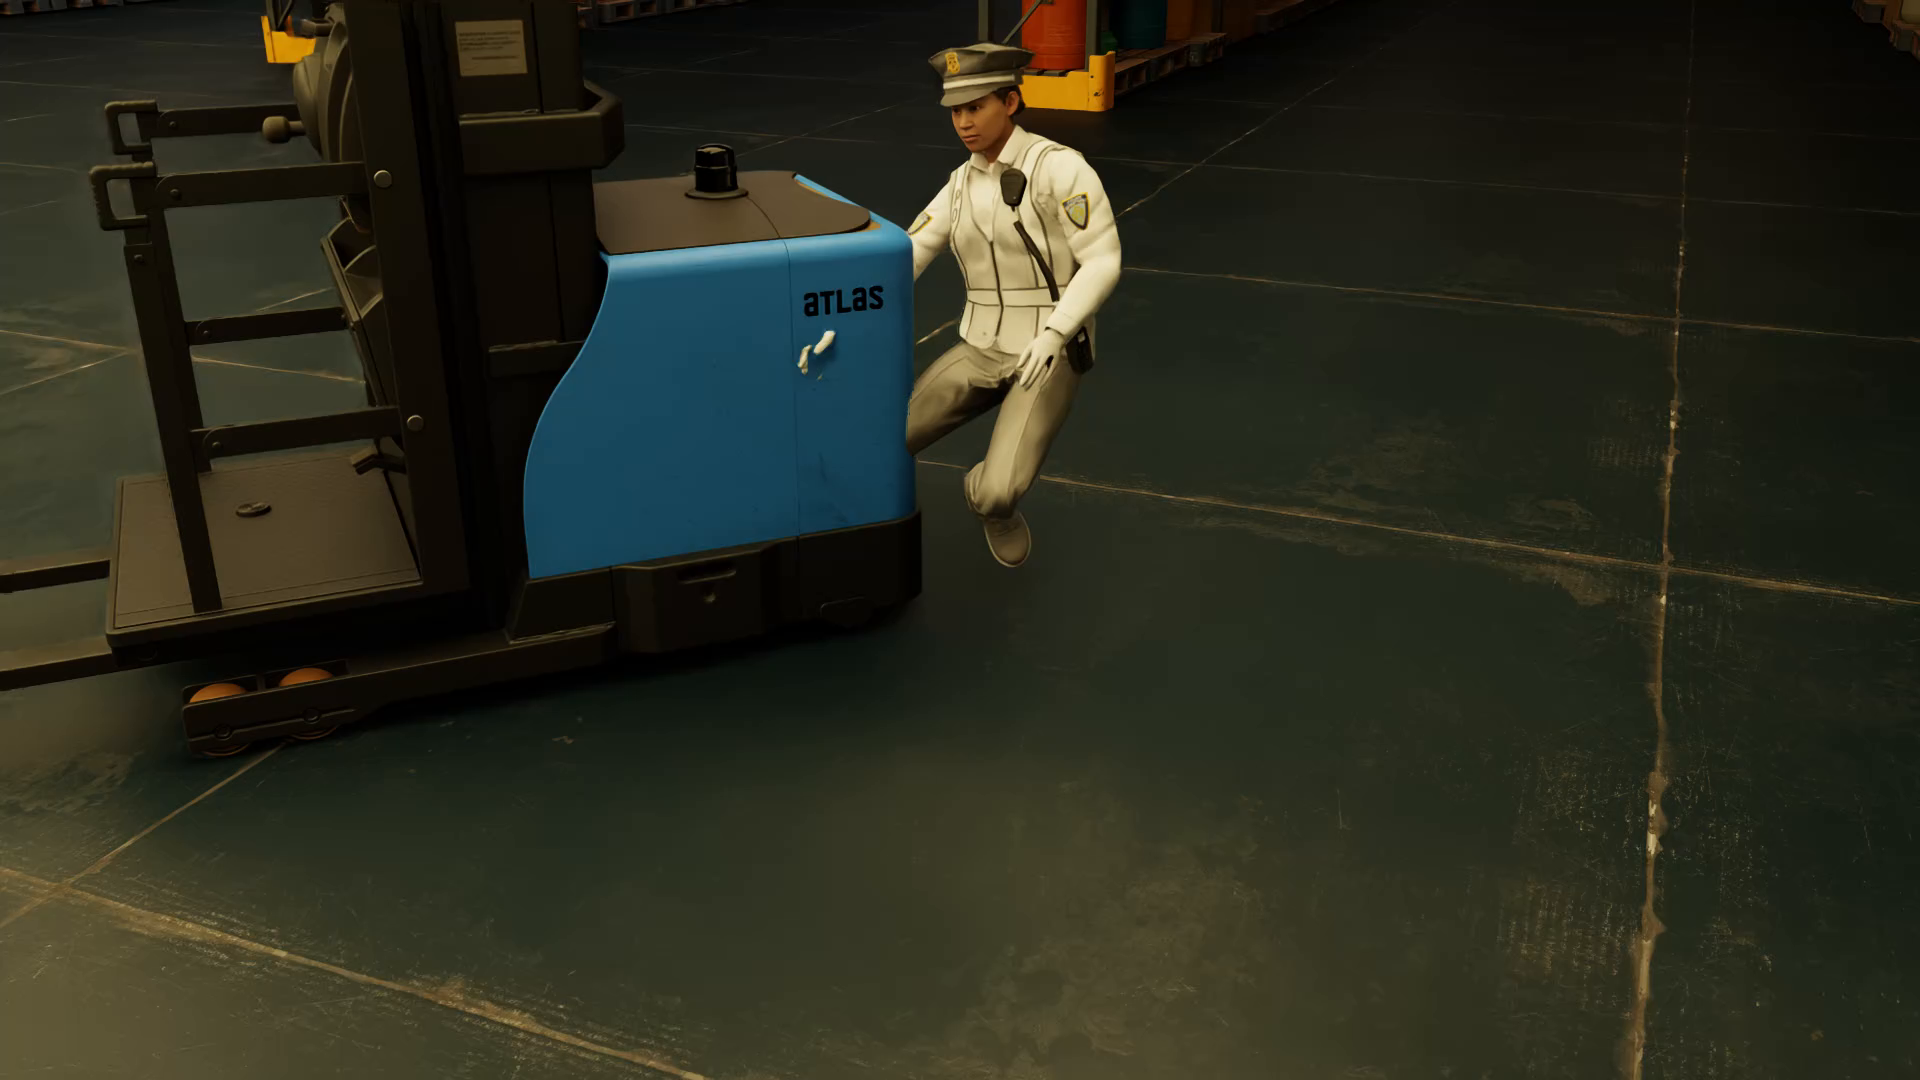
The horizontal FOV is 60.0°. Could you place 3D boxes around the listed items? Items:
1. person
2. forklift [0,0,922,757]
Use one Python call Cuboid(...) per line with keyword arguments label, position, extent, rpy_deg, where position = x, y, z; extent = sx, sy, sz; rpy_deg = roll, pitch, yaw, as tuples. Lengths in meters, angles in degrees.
Cuboid(label="person", position=(-0.023, -0.467, 4.240), extent=(0.750, 1.506, 0.664), rpy_deg=(17, 28, 35))
Cuboid(label="forklift", position=(-1.668, -1.079, 3.873), extent=(3.031, 2.935, 1.130), rpy_deg=(-10, 25, -22))
